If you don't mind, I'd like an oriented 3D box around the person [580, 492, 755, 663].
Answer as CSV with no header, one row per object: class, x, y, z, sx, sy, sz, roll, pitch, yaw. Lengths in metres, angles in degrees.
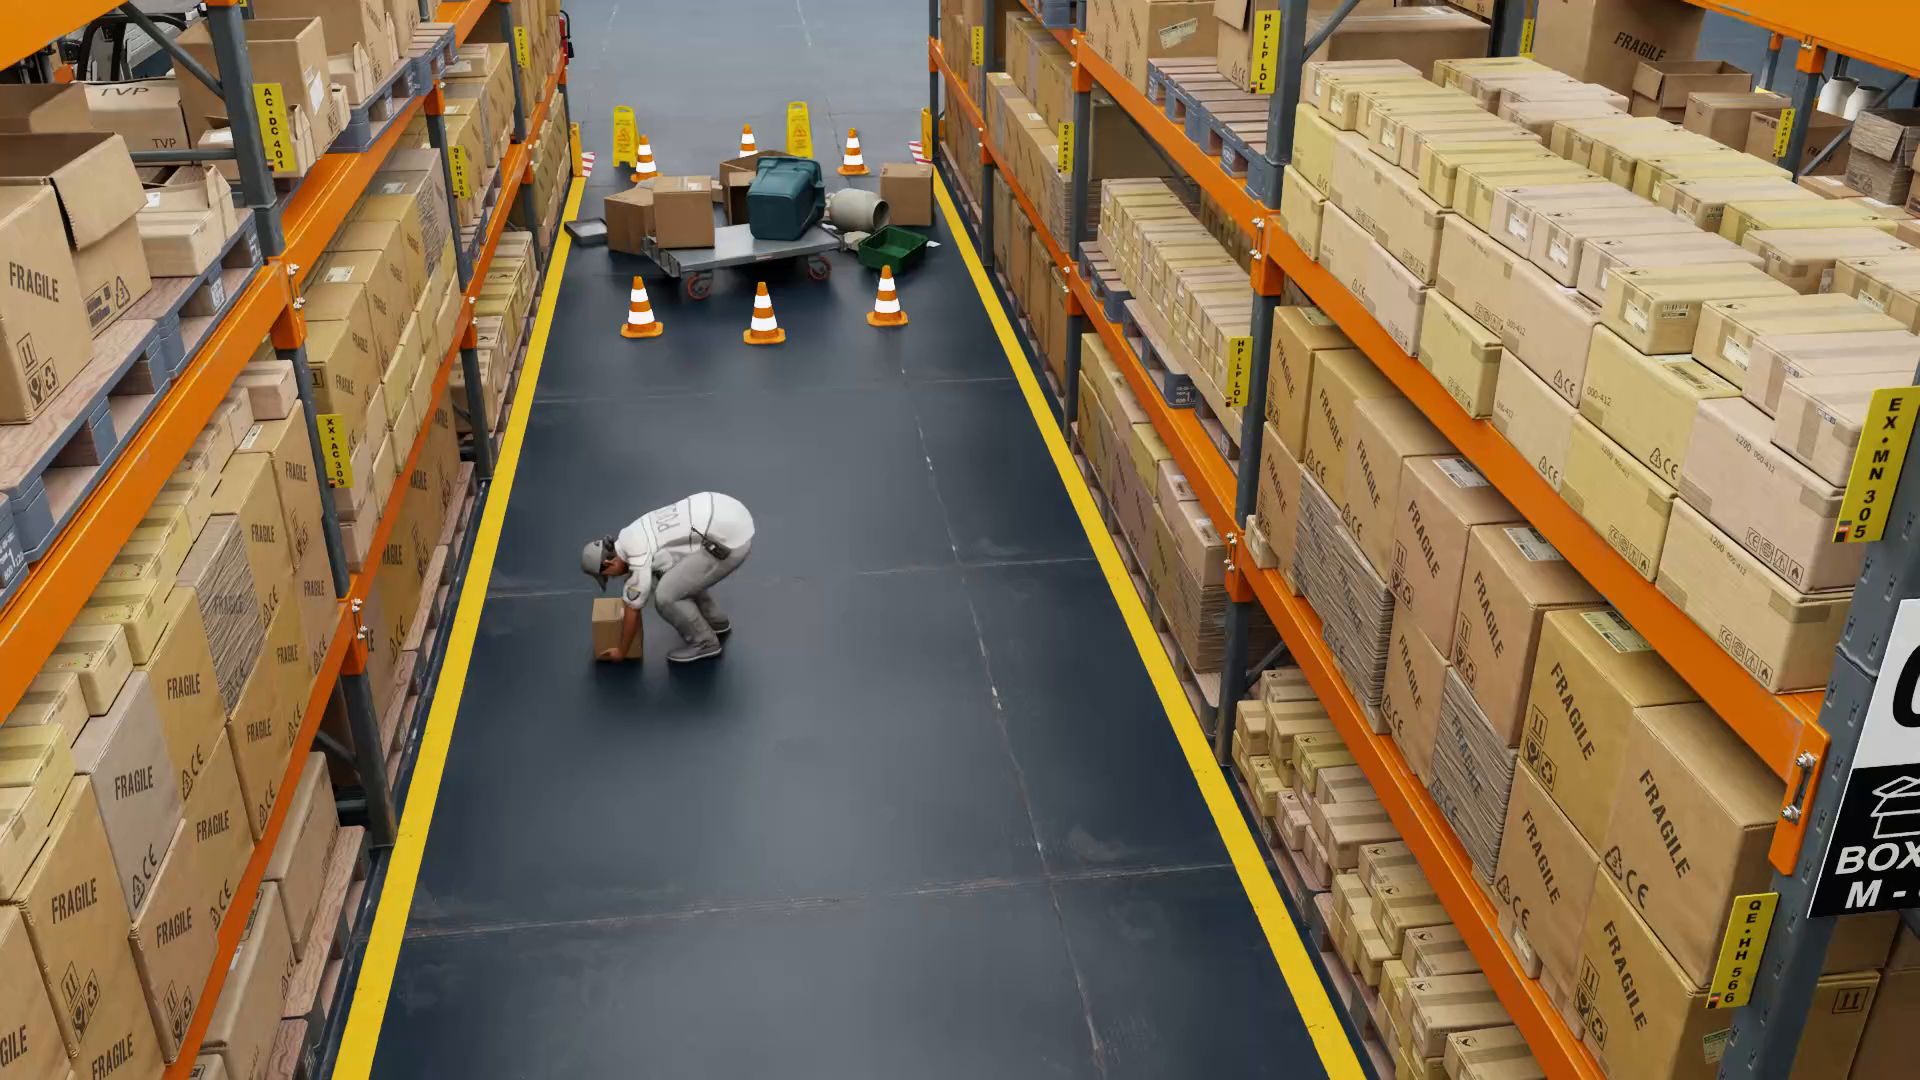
person,-1.611,0.209,9.062,0.867,0.887,0.508,-5,28,-9
